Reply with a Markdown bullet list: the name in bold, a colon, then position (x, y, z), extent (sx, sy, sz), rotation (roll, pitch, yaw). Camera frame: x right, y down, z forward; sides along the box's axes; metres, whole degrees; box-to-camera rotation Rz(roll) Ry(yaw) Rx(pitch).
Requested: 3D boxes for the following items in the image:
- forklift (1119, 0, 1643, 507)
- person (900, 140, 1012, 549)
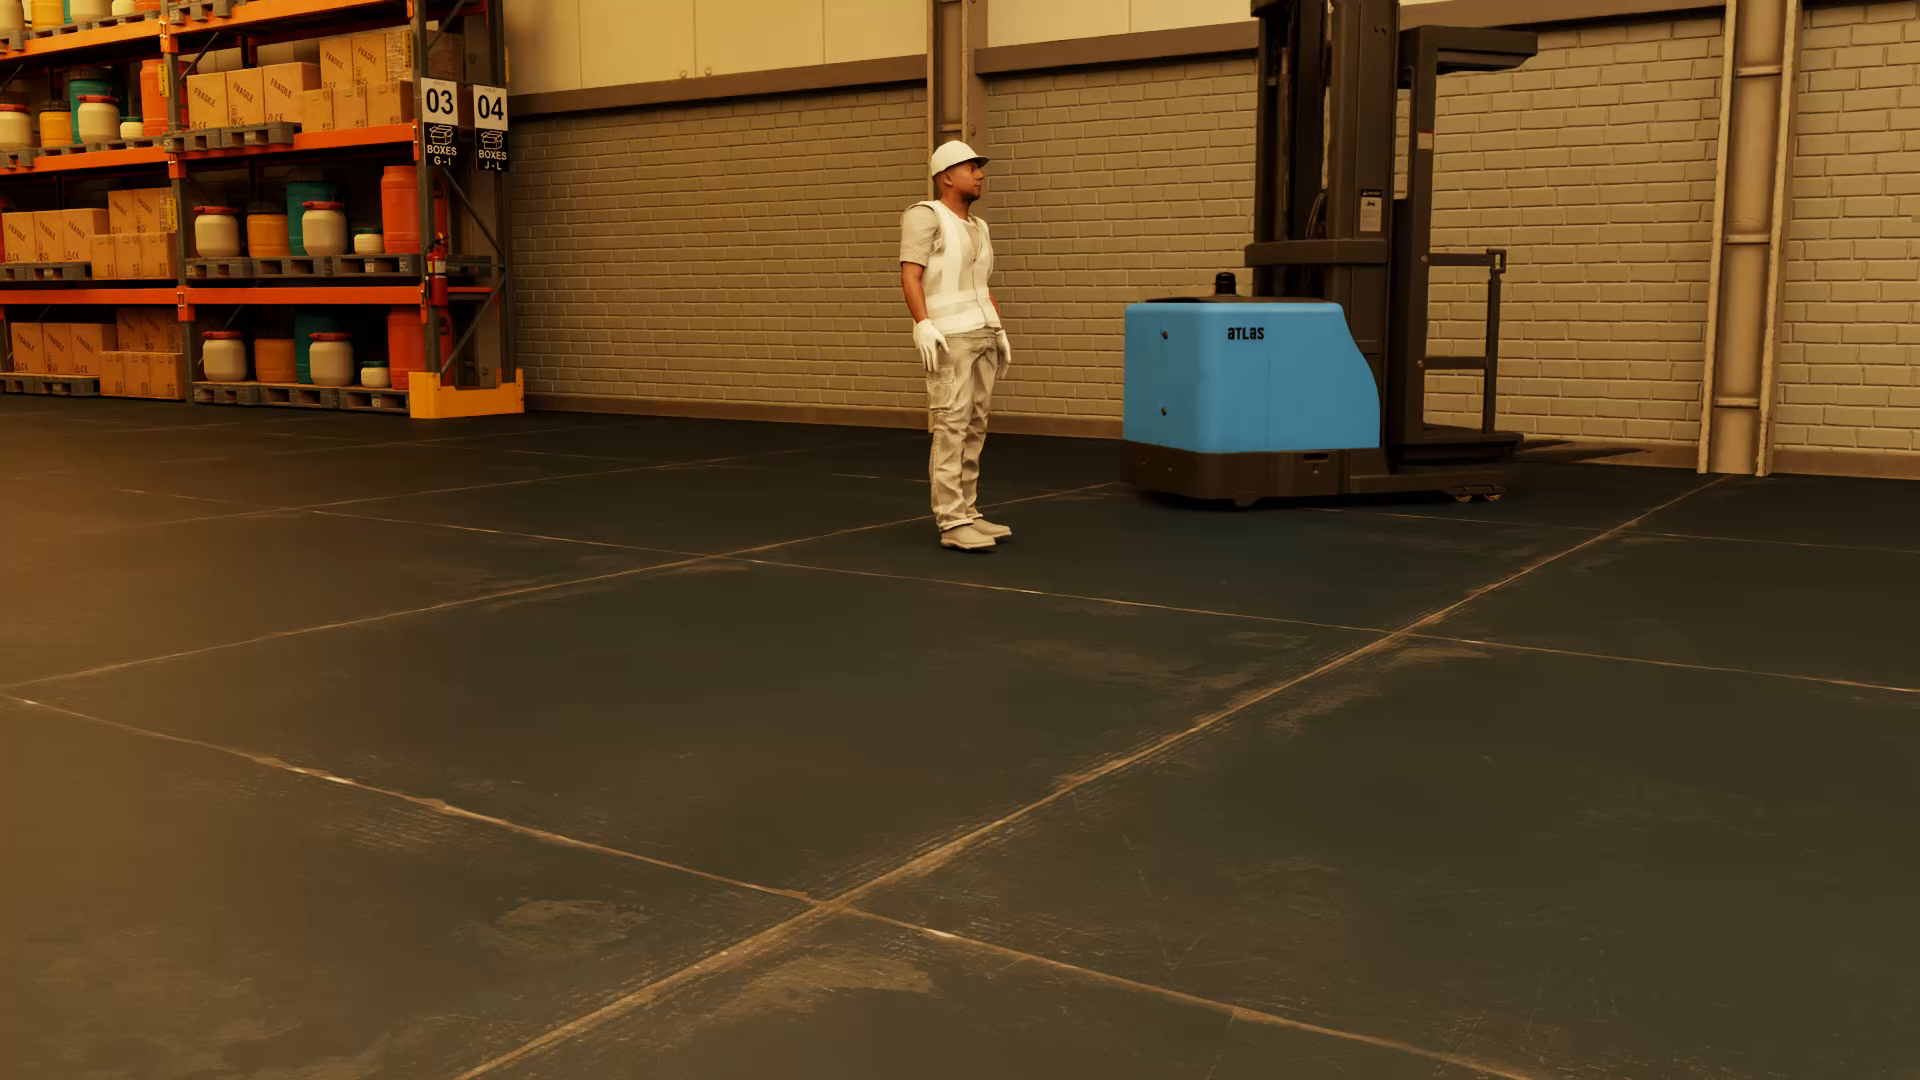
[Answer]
- **forklift**: position (2.474, -1.727, 9.336), extent (3.031, 2.935, 1.130), rotation (-3, 9, -21)
- **person**: position (0.054, -0.883, 7.430), extent (0.577, 1.782, 0.656), rotation (5, 10, 34)
